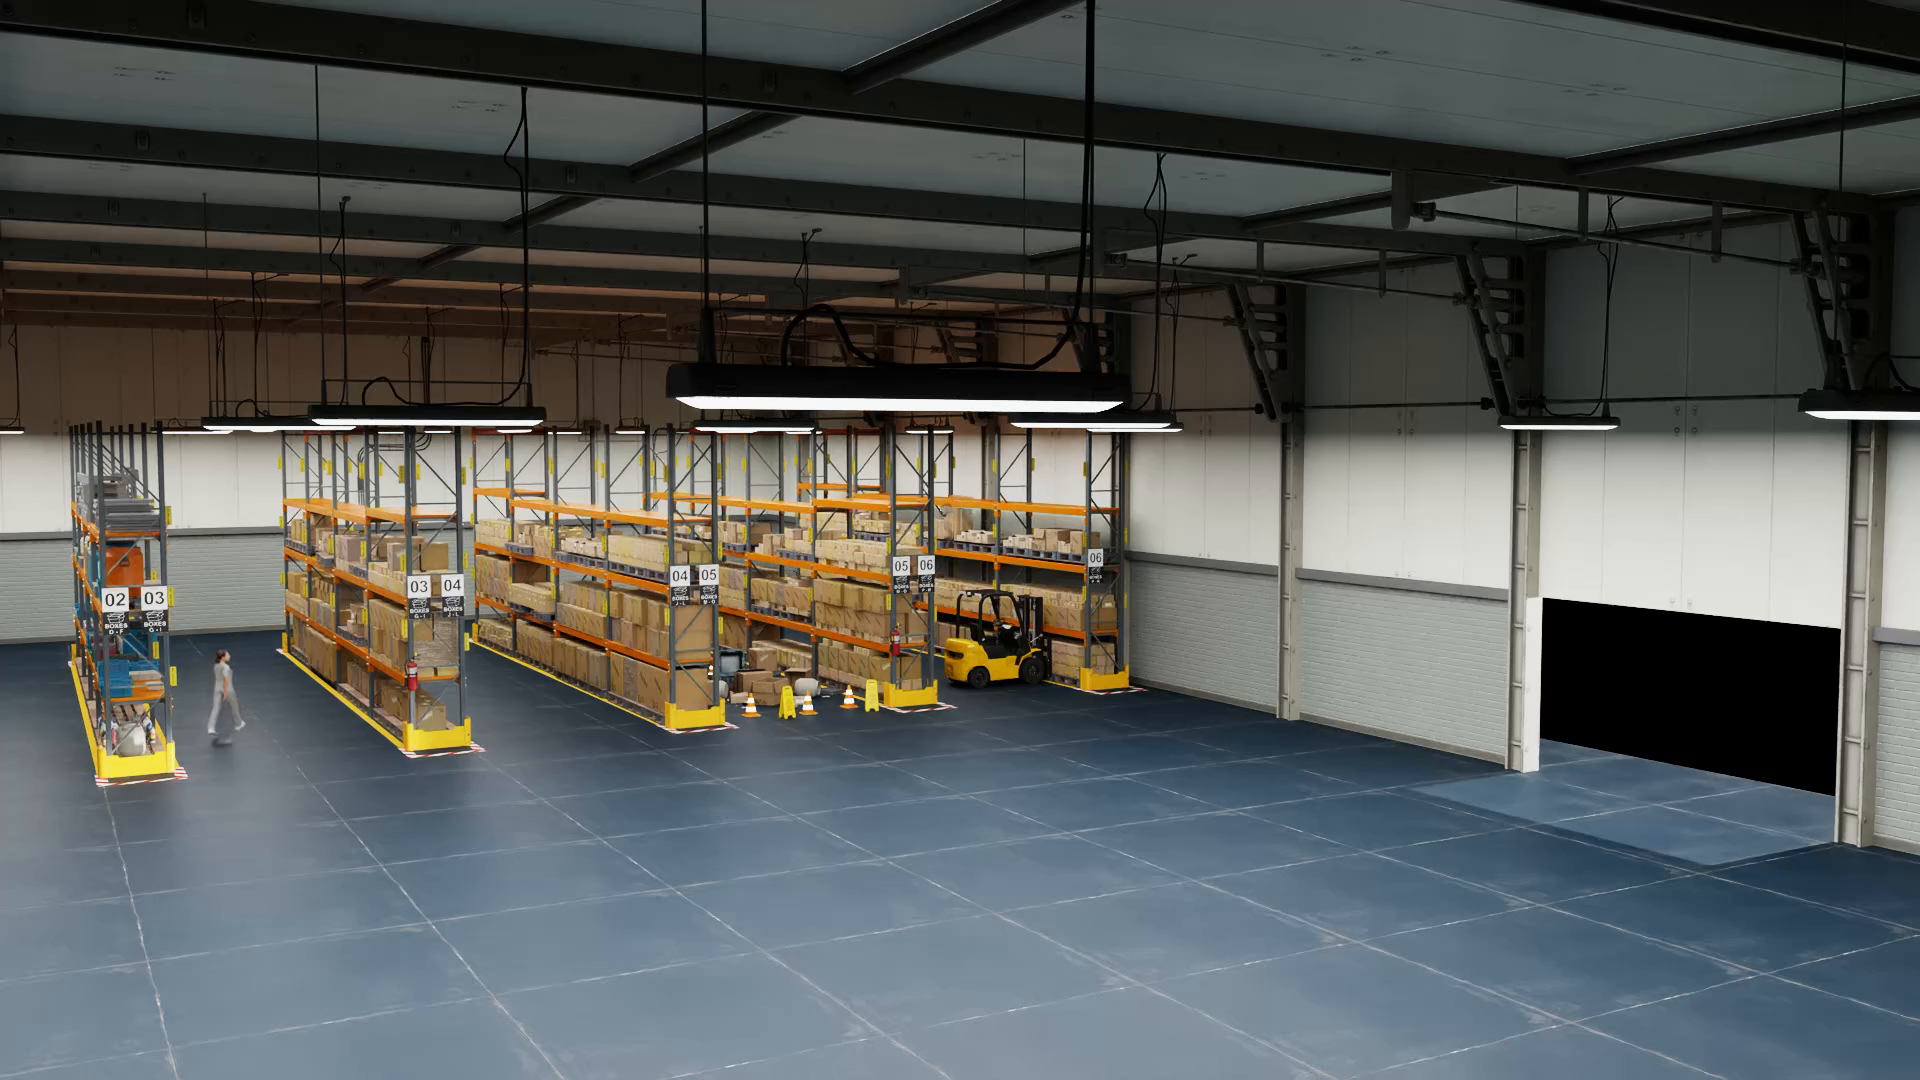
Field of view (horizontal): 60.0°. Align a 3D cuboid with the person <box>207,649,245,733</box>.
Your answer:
[{"bbox_3d":[-14.221,2.914,32.178,0.401,1.624,1.017,0,4,5],"label":"person"}]
